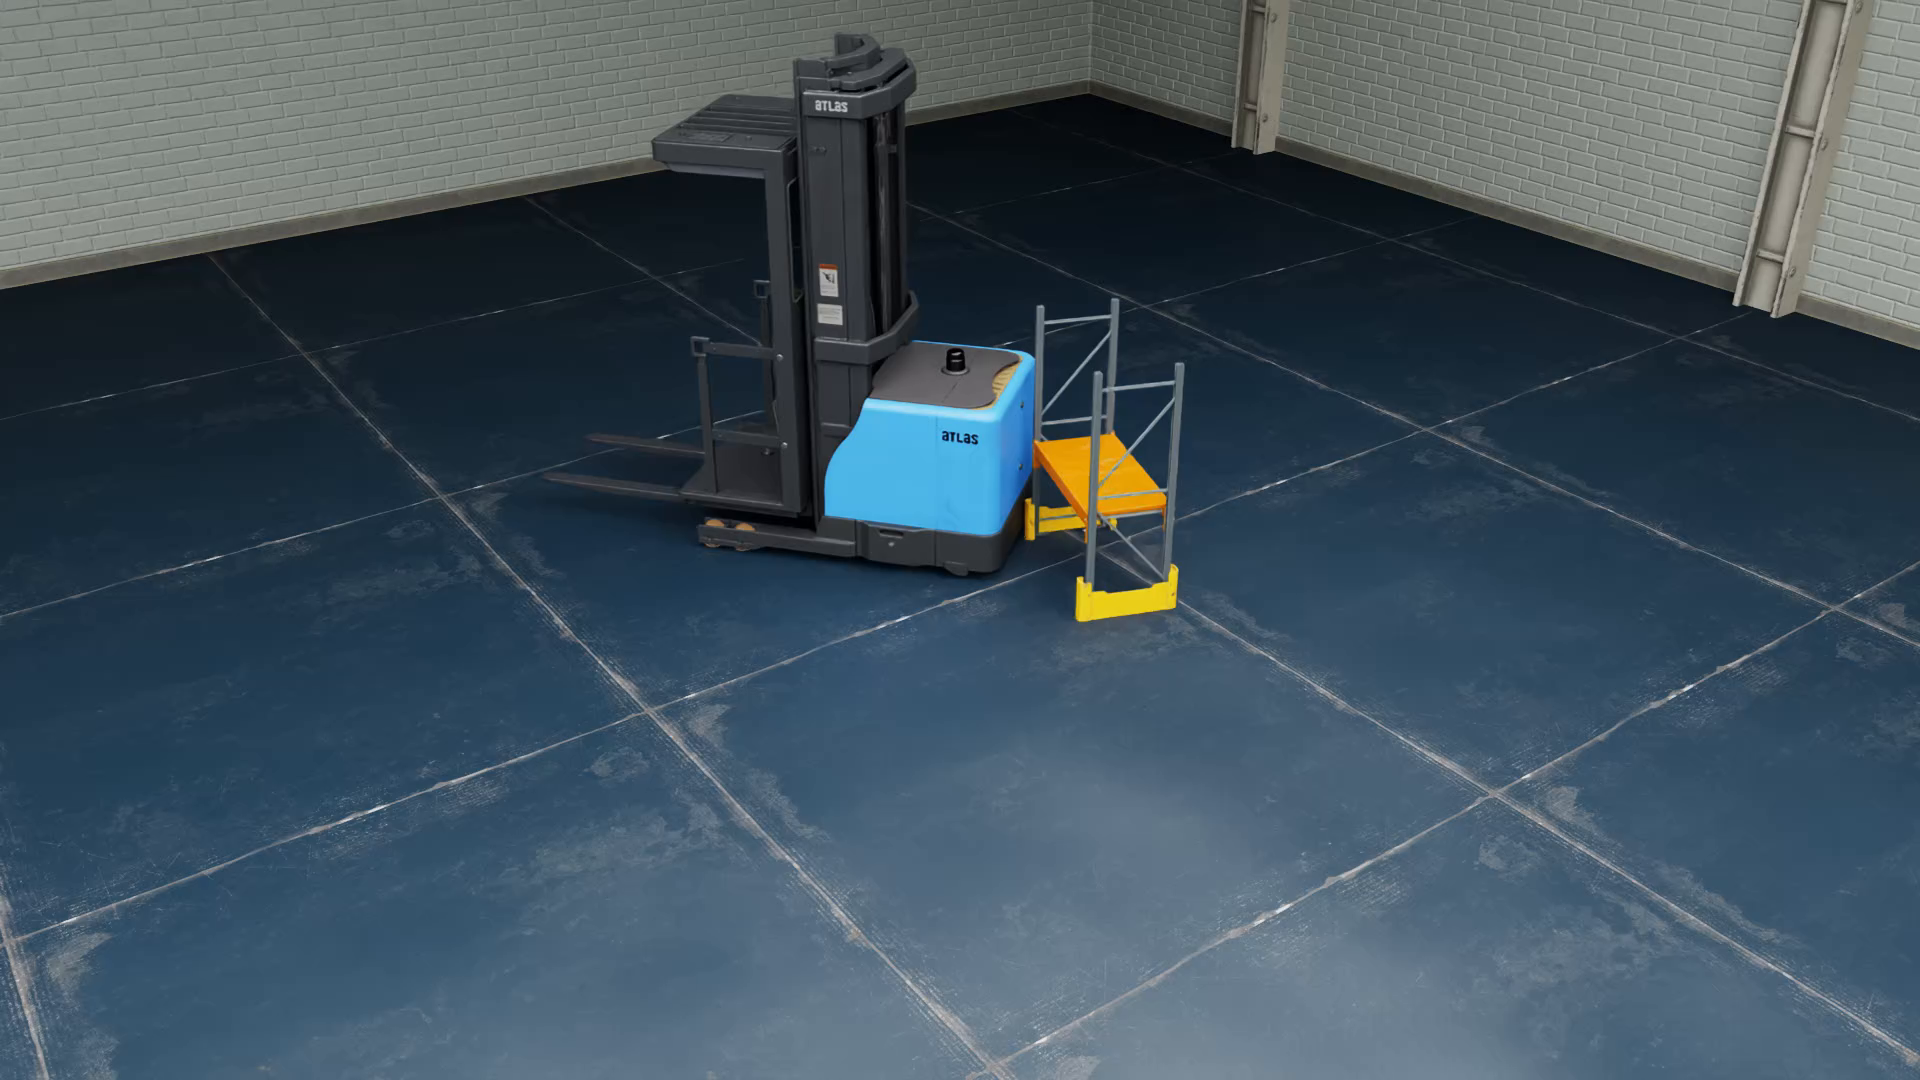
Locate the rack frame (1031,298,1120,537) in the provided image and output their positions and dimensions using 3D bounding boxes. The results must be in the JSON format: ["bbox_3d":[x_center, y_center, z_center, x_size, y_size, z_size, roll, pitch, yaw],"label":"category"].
[{"bbox_3d":[0.684,-0.716,9.997,0.500,1.500,0.032,-7,29,-13],"label":"rack frame"}]

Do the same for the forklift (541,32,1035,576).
[{"bbox_3d":[-1.104,-1.452,9.853,3.031,2.935,1.130,7,29,13],"label":"forklift"}]

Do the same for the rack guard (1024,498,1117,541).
[{"bbox_3d":[0.689,-0.158,10.279,0.587,0.250,0.087,-7,29,-13],"label":"rack guard"}]

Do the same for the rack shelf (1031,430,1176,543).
[{"bbox_3d":[0.815,-0.324,9.651,0.538,0.185,1.000,-7,29,-13],"label":"rack shelf"}]

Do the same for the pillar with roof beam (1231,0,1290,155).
[{"bbox_3d":[-0.311,-7.026,13.758,9.100,9.000,0.400,-19,34,-31],"label":"pillar with roof beam"}]

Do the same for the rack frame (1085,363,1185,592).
[{"bbox_3d":[0.947,-0.247,9.134,0.500,1.500,0.032,-7,29,-13],"label":"rack frame"}]

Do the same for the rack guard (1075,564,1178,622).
[{"bbox_3d":[0.946,0.301,9.433,0.587,0.250,0.087,-7,29,-13],"label":"rack guard"}]

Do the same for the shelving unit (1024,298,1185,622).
[{"bbox_3d":[0.818,-0.478,9.558,0.587,1.500,1.083,-7,29,-13],"label":"shelving unit"}]

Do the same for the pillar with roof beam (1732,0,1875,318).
[{"bbox_3d":[3.170,-4.694,9.463,9.100,9.000,0.400,-19,34,-31],"label":"pillar with roof beam"}]
